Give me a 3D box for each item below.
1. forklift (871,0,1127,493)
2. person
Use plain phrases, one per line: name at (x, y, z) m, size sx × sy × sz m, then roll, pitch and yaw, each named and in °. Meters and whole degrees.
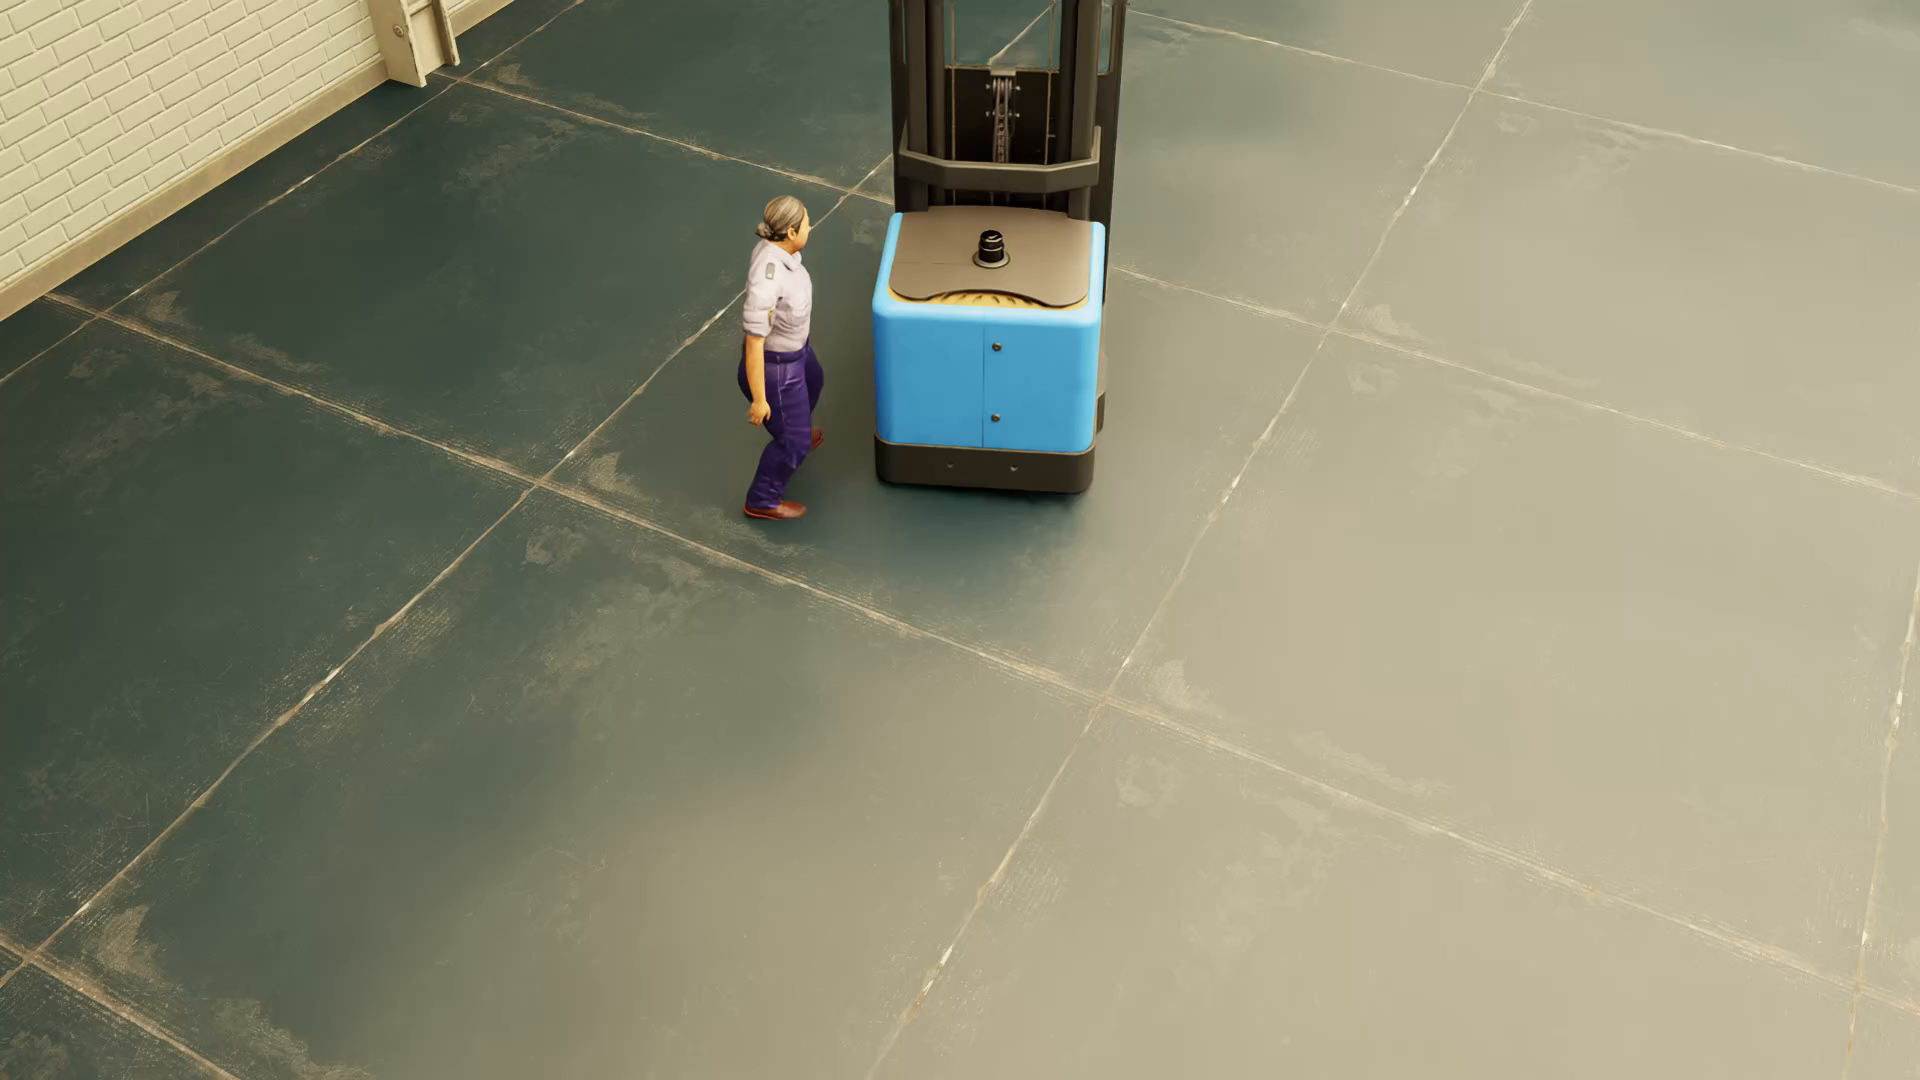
forklift at (0.239, -2.298, 8.094) m, size 1.130 × 2.935 × 3.031 m, roll 3°, pitch 43°, yaw 4°
person at (-0.834, -0.826, 7.510) m, size 0.395 × 1.624 × 0.827 m, roll -1°, pitch 43°, yaw -1°
